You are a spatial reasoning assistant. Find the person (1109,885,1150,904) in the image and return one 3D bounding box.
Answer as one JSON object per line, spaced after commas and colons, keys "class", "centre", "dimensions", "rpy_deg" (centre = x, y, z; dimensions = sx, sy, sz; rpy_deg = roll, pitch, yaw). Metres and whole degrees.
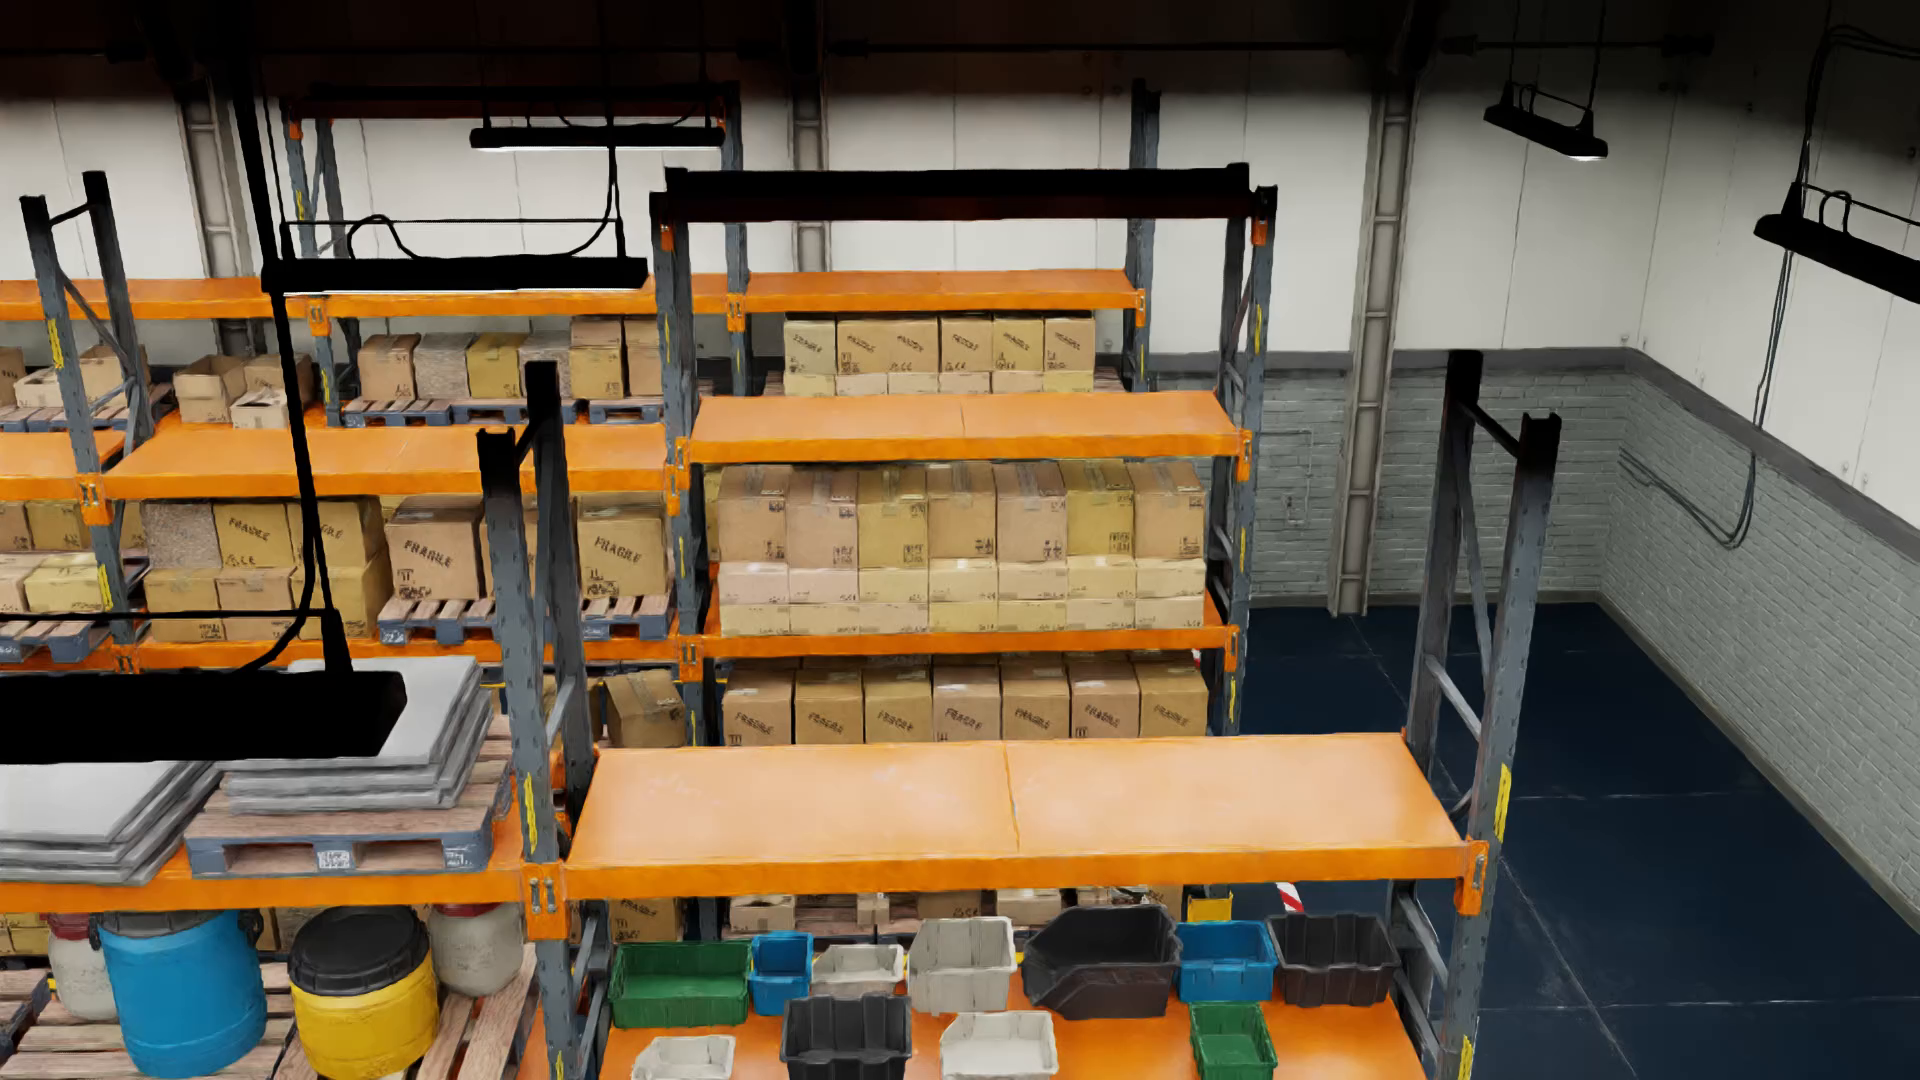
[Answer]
{"class": "person", "centre": [1.261, 3.026, 11.442], "dimensions": [0.534, 1.715, 0.682], "rpy_deg": [-2, 22, -4]}
